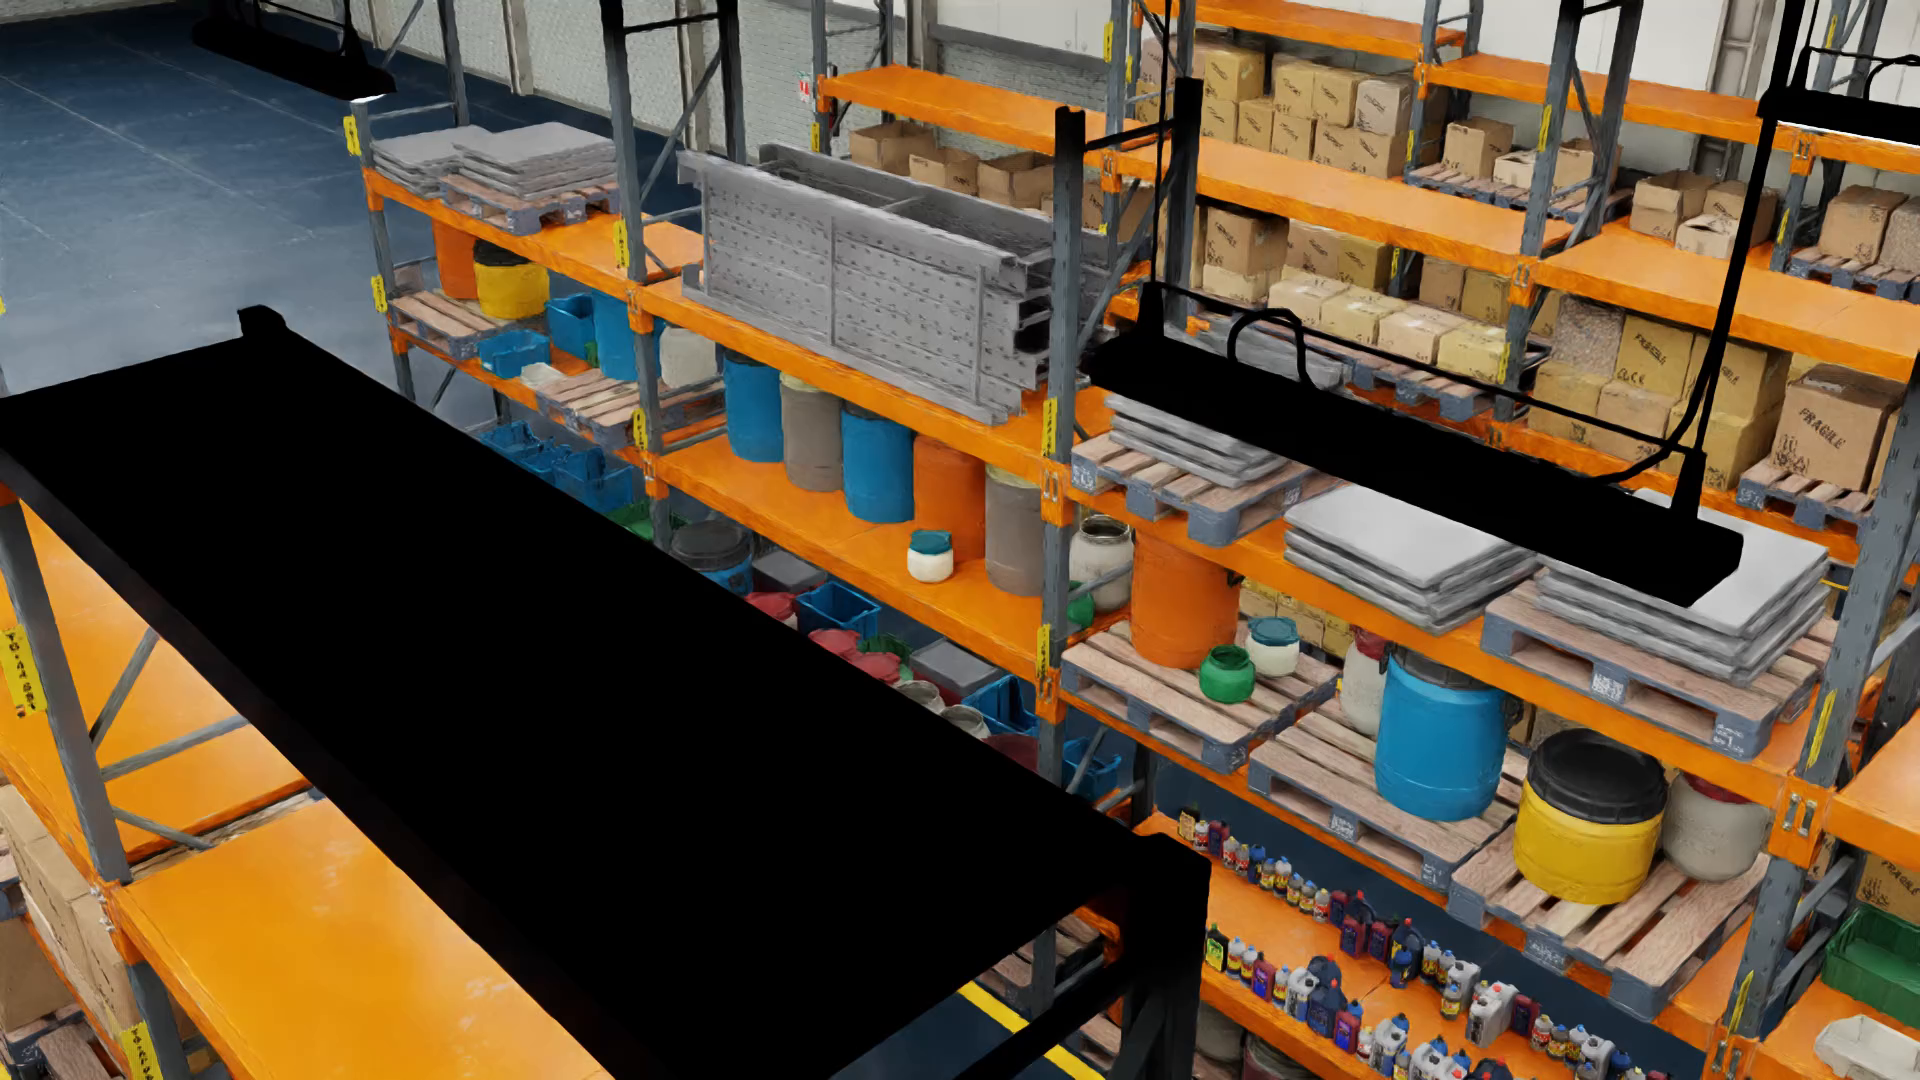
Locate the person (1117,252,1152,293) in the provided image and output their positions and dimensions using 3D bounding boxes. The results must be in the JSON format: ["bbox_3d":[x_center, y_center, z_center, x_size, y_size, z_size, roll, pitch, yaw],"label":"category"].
[{"bbox_3d":[2.155,-2.938,20.430,0.645,1.771,0.465,14,31,24],"label":"person"}]
